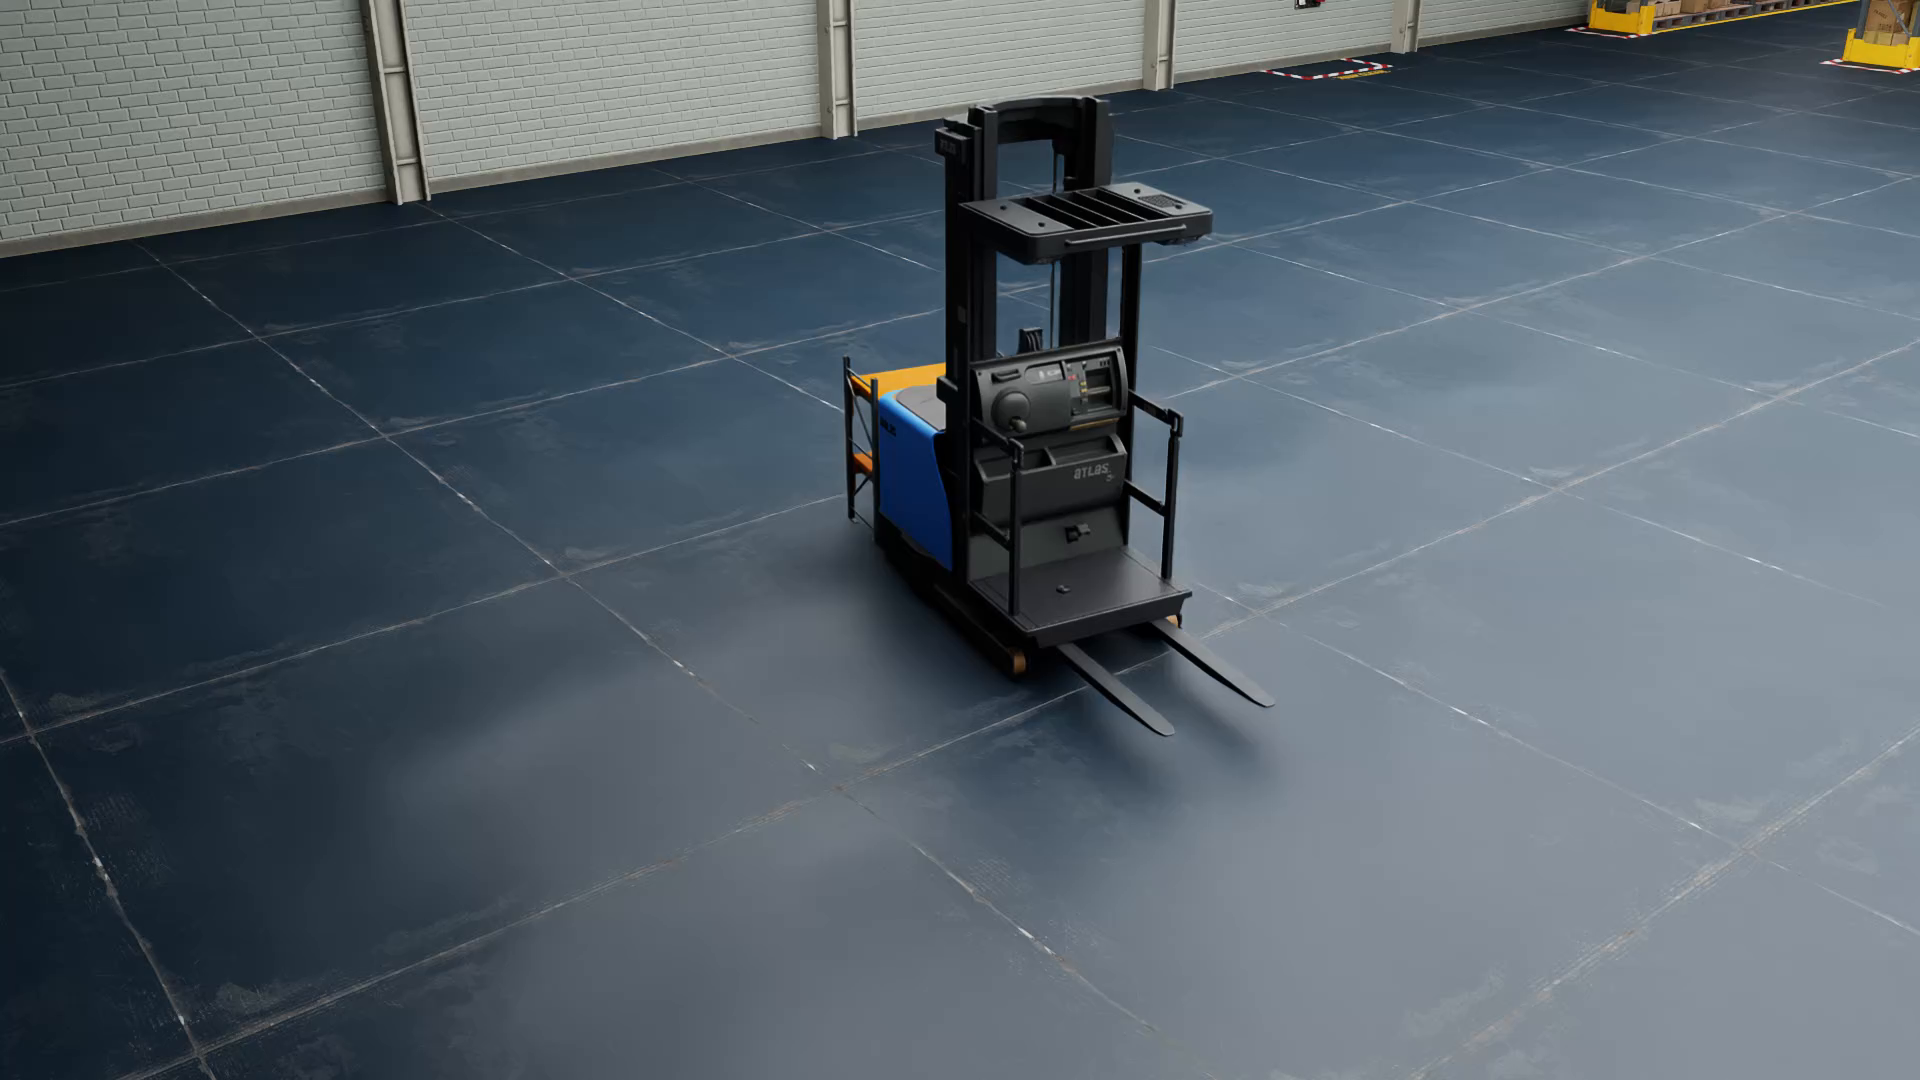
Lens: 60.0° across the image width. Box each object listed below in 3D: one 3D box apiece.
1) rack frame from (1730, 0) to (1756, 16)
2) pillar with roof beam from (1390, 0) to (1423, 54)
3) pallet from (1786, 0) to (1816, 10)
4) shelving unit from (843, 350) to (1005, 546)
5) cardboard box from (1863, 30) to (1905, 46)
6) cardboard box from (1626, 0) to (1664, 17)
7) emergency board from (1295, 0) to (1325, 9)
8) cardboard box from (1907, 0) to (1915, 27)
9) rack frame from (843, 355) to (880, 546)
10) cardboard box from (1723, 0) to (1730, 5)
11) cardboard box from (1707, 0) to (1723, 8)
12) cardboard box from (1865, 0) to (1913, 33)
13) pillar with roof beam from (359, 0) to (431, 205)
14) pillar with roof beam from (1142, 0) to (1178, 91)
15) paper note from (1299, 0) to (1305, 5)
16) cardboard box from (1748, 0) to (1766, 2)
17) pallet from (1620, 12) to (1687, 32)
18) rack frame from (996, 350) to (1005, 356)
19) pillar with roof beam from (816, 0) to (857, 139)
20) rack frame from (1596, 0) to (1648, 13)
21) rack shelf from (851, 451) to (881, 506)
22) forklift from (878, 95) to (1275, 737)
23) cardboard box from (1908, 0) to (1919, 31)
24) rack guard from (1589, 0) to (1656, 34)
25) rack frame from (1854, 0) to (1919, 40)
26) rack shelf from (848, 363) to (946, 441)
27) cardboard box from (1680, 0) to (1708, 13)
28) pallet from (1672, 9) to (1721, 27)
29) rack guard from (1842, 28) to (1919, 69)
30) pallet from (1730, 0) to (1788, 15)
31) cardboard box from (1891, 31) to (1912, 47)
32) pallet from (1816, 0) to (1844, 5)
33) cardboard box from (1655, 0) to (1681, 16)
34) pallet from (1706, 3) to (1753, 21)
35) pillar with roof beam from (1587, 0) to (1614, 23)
[{"bbox_3d":[15.655,-12.097,33.252,0.127,3.000,1.000,-18,31,-34],"label":"rack frame"},{"bbox_3d":[10.459,-11.263,24.329,0.400,9.000,9.100,-18,31,-34],"label":"pillar with roof beam"},{"bbox_3d":[17.227,-11.354,34.963,1.213,0.211,1.003,-18,31,-34],"label":"pallet"},{"bbox_3d":[-0.166,-0.664,10.844,1.048,1.125,0.538,-11,27,-23],"label":"shelving unit"},{"bbox_3d":[15.807,-8.598,28.481,0.500,0.250,0.500,-18,31,-34],"label":"cardboard box"},{"bbox_3d":[13.107,-10.188,31.810,0.500,0.311,0.500,-23,33,-40],"label":"cardboard box"},{"bbox_3d":[5.835,-9.338,27.308,0.643,1.169,0.194,-18,31,-34],"label":"emergency board"},{"bbox_3d":[16.583,-9.204,28.895,0.500,0.500,0.500,-18,31,-34],"label":"cardboard box"},{"bbox_3d":[-0.626,-0.572,10.647,0.032,1.125,0.500,-11,27,-23],"label":"rack frame"},{"bbox_3d":[15.252,-10.862,33.435,0.380,0.166,0.250,22,33,39],"label":"cardboard box"},{"bbox_3d":[14.863,-10.880,33.076,0.500,0.500,0.500,-21,32,-38],"label":"cardboard box"},{"bbox_3d":[15.805,-8.939,28.325,0.500,0.500,0.500,-18,31,-34],"label":"cardboard box"},{"bbox_3d":[-3.705,-6.587,14.254,0.400,9.000,9.100,-18,31,-34],"label":"pillar with roof beam"},{"bbox_3d":[5.738,-9.704,20.970,0.400,9.000,9.100,-18,31,-34],"label":"pillar with roof beam"},{"bbox_3d":[5.653,-8.916,27.444,0.142,0.148,0.016,-18,31,-34],"label":"paper note"},{"bbox_3d":[16.224,-11.359,34.110,0.500,0.500,0.700,-17,30,-32],"label":"cardboard box"},{"bbox_3d":[13.228,-10.012,32.072,1.213,0.211,1.003,-18,31,-34],"label":"pallet"},{"bbox_3d":[0.293,-0.756,11.042,0.032,1.125,0.500,-11,27,-23],"label":"rack frame"},{"bbox_3d":[1.016,-8.146,17.612,0.400,9.000,9.100,-18,31,-34],"label":"pillar with roof beam"},{"bbox_3d":[12.507,-11.058,31.013,0.127,3.000,1.000,-18,31,-34],"label":"rack frame"},{"bbox_3d":[-0.166,-0.442,10.947,1.000,0.278,0.538,-11,27,-23],"label":"rack shelf"},{"bbox_3d":[0.609,-0.796,8.984,1.130,2.935,3.031,-12,28,-25],"label":"forklift"},{"bbox_3d":[16.518,-8.897,28.235,0.500,0.500,0.500,-18,31,-34],"label":"cardboard box"},{"bbox_3d":[12.567,-9.944,31.582,0.348,0.500,1.175,-18,31,-34],"label":"rack guard"},{"bbox_3d":[15.567,-9.418,27.480,0.127,3.000,1.000,-18,31,-34],"label":"rack frame"},{"bbox_3d":[-0.166,-0.929,10.721,1.000,0.278,0.538,-11,27,-23],"label":"rack shelf"},{"bbox_3d":[14.164,-10.596,32.464,0.500,0.500,0.700,-21,32,-37],"label":"cardboard box"},{"bbox_3d":[14.187,-10.327,32.752,1.213,0.211,1.003,-18,31,-34],"label":"pallet"},{"bbox_3d":[15.548,-8.278,27.992,0.348,0.500,1.175,-18,31,-34],"label":"rack guard"},{"bbox_3d":[16.267,-11.035,34.276,1.213,0.211,1.003,-18,31,-34],"label":"pallet"},{"bbox_3d":[16.126,-8.427,28.111,0.500,0.250,0.500,-18,31,-34],"label":"cardboard box"},{"bbox_3d":[18.187,-11.669,35.642,1.213,0.211,1.003,-18,31,-34],"label":"pallet"},{"bbox_3d":[13.556,-10.336,32.129,0.500,0.311,0.500,-15,29,-30],"label":"cardboard box"},{"bbox_3d":[15.148,-10.646,33.438,1.213,0.211,1.003,-18,31,-34],"label":"pallet"},{"bbox_3d":[15.181,-12.821,27.687,0.400,9.000,9.100,-18,31,-34],"label":"pillar with roof beam"}]
